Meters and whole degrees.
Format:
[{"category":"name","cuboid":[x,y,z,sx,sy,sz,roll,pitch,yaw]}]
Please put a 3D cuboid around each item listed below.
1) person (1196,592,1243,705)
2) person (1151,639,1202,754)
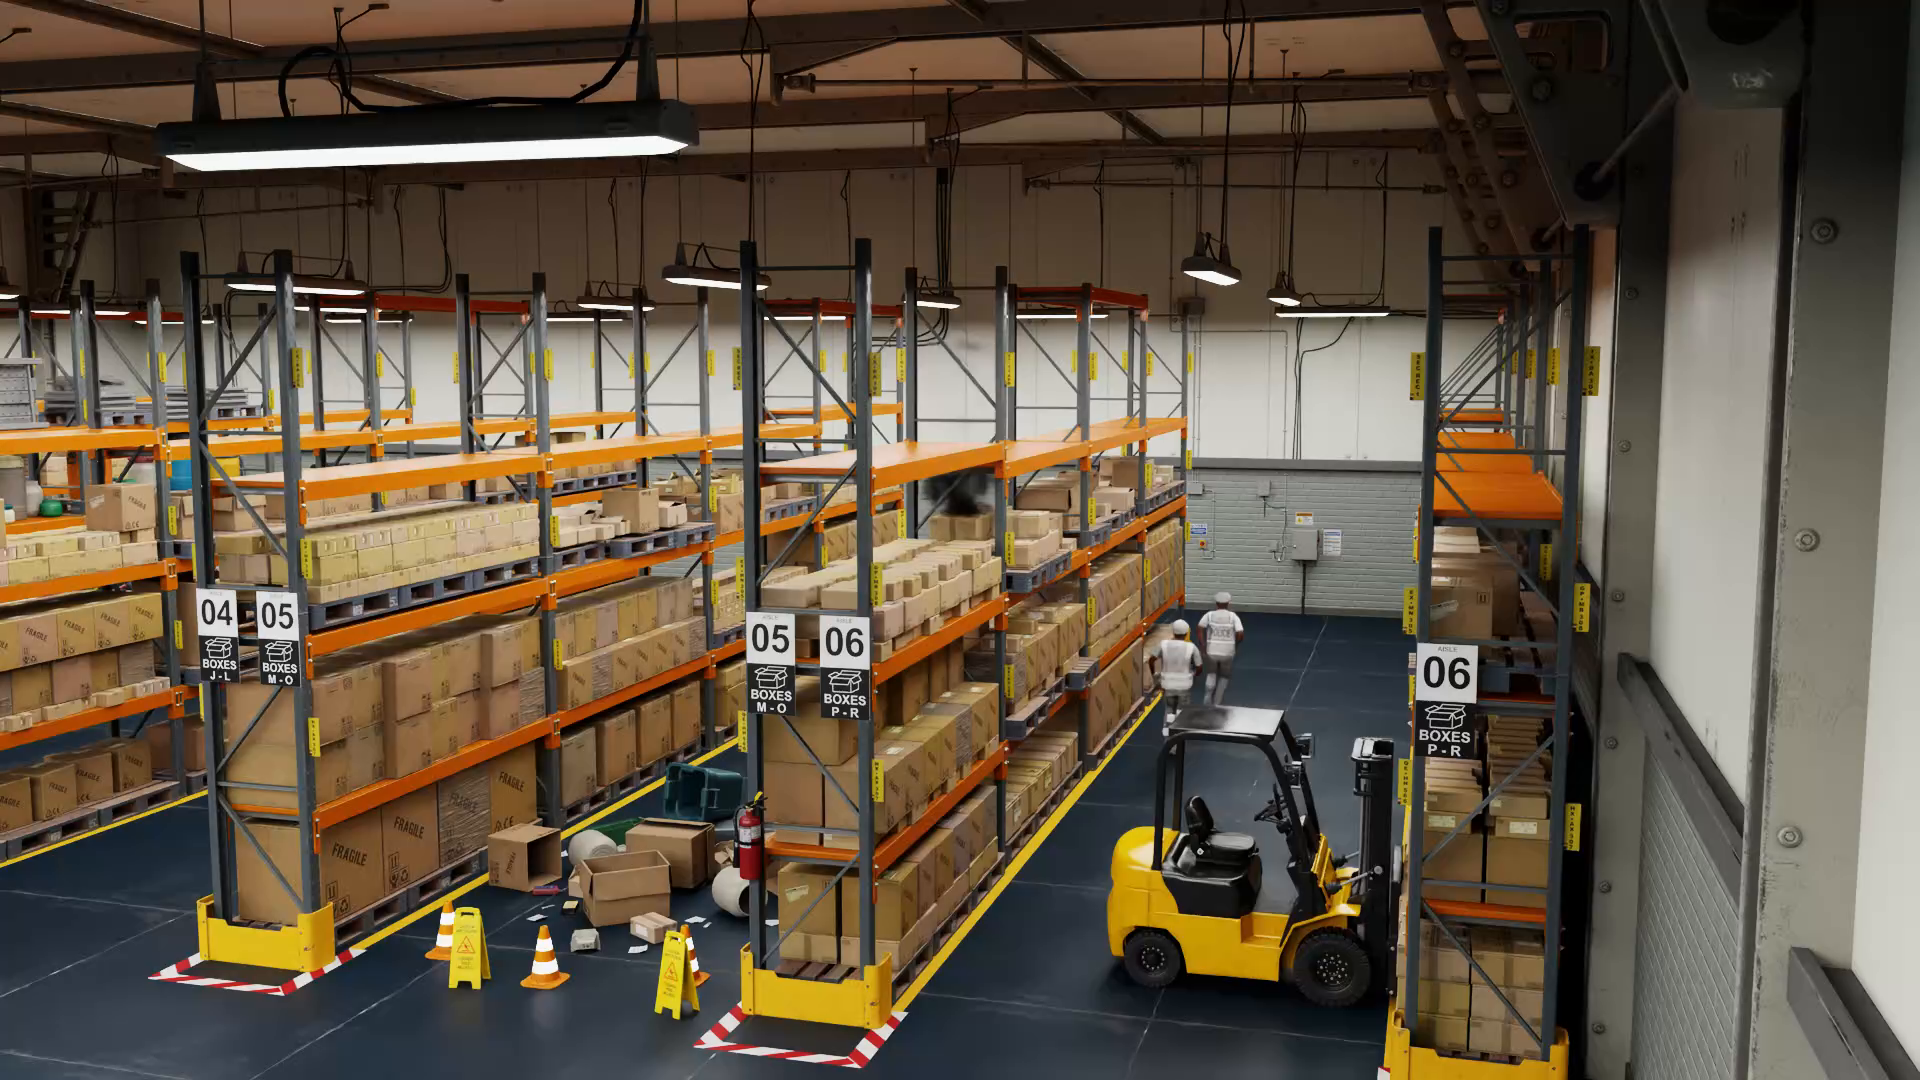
[{"category":"person","cuboid":[3.766,1.626,24.061,0.677,1.733,0.572,2,7,19]},{"category":"person","cuboid":[2.835,2.010,21.654,0.656,1.476,0.551,2,7,17]}]
